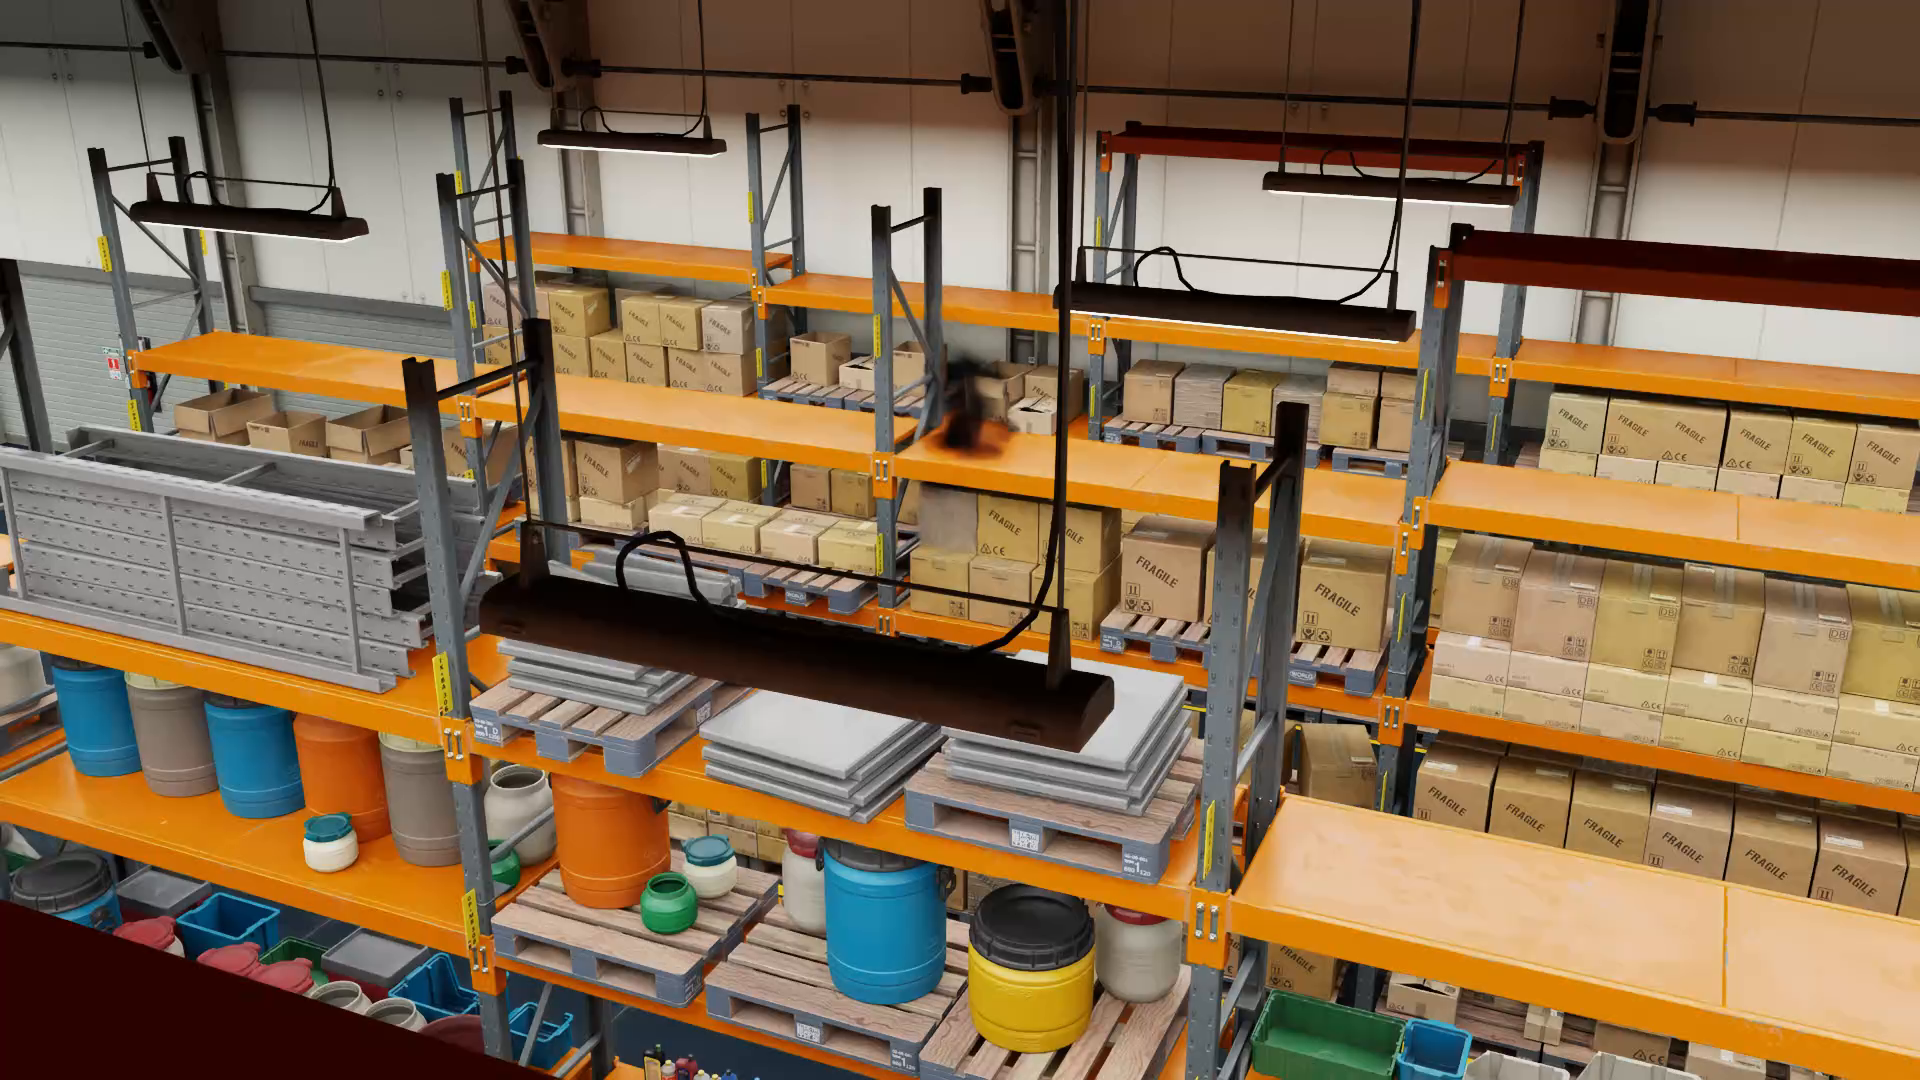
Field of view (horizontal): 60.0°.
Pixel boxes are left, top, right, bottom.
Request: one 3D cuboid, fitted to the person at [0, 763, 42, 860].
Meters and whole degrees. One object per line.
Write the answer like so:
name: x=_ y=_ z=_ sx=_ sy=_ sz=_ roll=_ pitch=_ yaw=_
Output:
person: x=-8.301 y=2.274 z=14.308 sx=0.615 sy=1.651 sz=0.581 roll=6 pitch=21 yaw=16
